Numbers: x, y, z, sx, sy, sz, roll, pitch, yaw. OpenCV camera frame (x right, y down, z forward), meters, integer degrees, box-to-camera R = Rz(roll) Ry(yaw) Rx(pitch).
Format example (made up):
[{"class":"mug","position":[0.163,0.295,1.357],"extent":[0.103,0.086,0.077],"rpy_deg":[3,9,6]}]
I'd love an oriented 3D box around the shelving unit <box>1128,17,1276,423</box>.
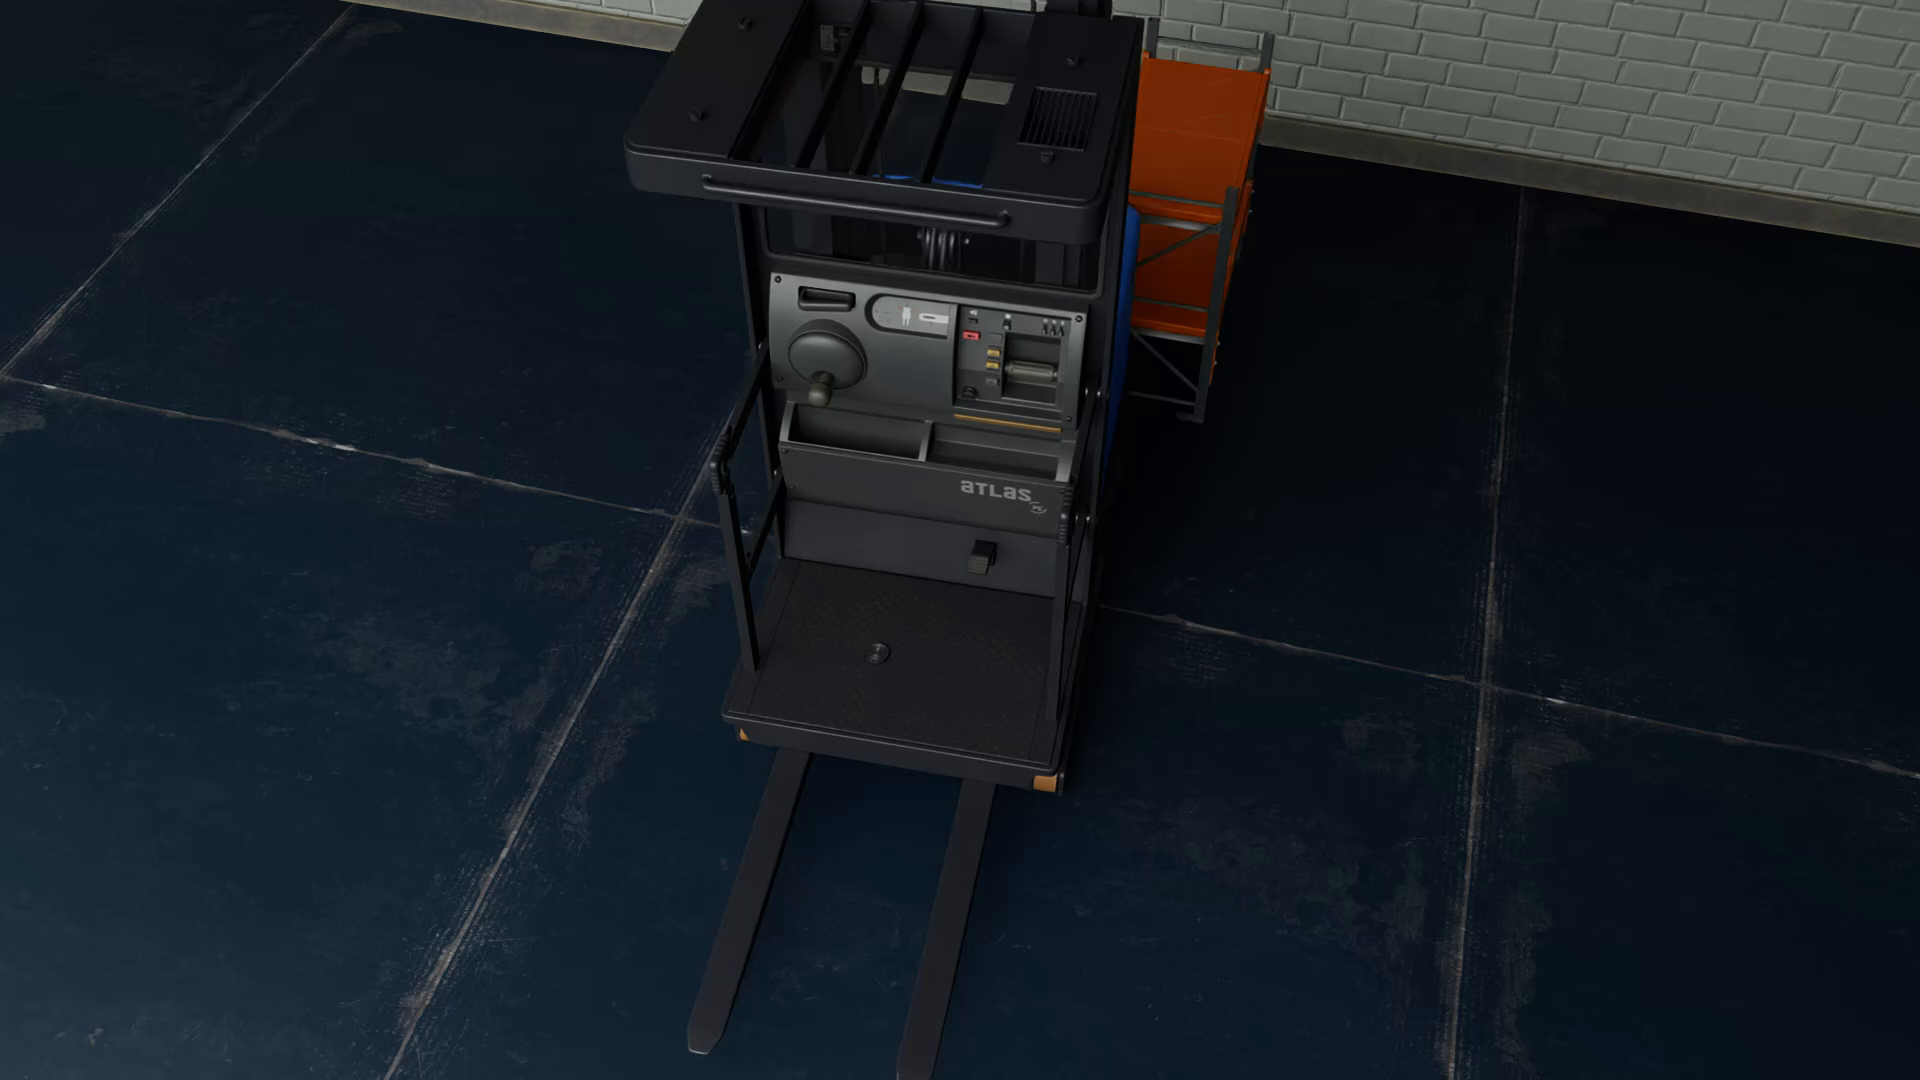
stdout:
[{"class":"shelving unit","position":[0.861,-1.270,6.621],"extent":[0.538,1.125,1.048],"rpy_deg":[11,49,9]}]

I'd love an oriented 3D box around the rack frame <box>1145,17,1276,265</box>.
[{"class":"rack frame","position":[0.987,-1.639,6.947],"extent":[0.500,1.125,0.032],"rpy_deg":[11,49,9]}]

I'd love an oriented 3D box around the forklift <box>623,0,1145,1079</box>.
[{"class":"forklift","position":[-0.140,-0.447,4.689],"extent":[1.130,2.935,3.031],"rpy_deg":[9,49,7]}]

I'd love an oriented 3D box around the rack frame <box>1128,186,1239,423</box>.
[{"class":"rack frame","position":[0.735,-0.901,6.295],"extent":[0.500,1.125,0.032],"rpy_deg":[11,49,9]}]

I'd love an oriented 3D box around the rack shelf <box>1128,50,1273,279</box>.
[{"class":"rack shelf","position":[0.861,-1.464,6.401],"extent":[0.538,0.278,1.000],"rpy_deg":[11,49,9]}]

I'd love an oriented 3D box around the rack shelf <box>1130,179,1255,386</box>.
[{"class":"rack shelf","position":[0.861,-1.108,6.804],"extent":[0.538,0.278,1.000],"rpy_deg":[11,49,9]}]
